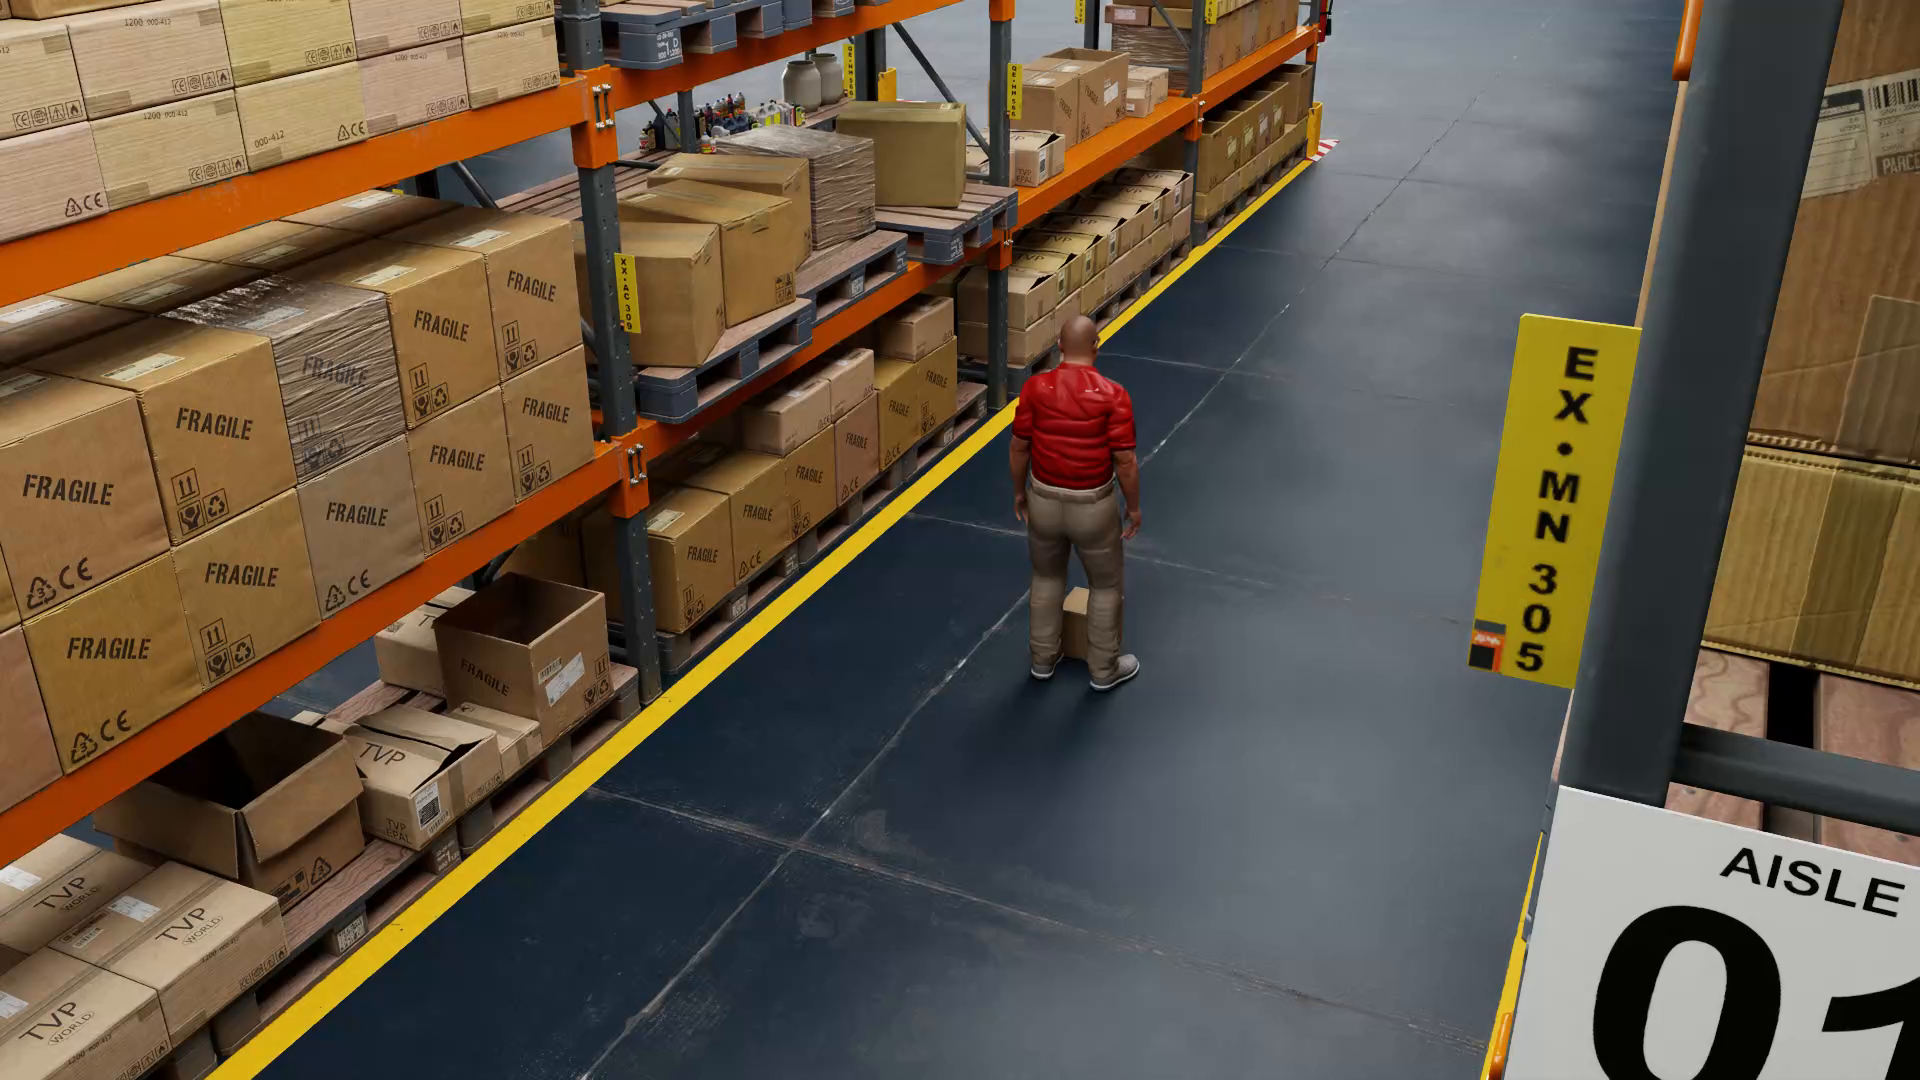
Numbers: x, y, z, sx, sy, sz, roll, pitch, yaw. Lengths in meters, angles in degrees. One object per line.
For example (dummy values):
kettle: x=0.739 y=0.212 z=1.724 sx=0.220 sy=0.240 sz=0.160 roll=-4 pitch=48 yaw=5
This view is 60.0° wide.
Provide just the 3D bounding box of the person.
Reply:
person: x=0.516 y=-0.155 z=7.445 sx=0.603 sy=1.728 sz=0.384 roll=10 pitch=28 yaw=20
